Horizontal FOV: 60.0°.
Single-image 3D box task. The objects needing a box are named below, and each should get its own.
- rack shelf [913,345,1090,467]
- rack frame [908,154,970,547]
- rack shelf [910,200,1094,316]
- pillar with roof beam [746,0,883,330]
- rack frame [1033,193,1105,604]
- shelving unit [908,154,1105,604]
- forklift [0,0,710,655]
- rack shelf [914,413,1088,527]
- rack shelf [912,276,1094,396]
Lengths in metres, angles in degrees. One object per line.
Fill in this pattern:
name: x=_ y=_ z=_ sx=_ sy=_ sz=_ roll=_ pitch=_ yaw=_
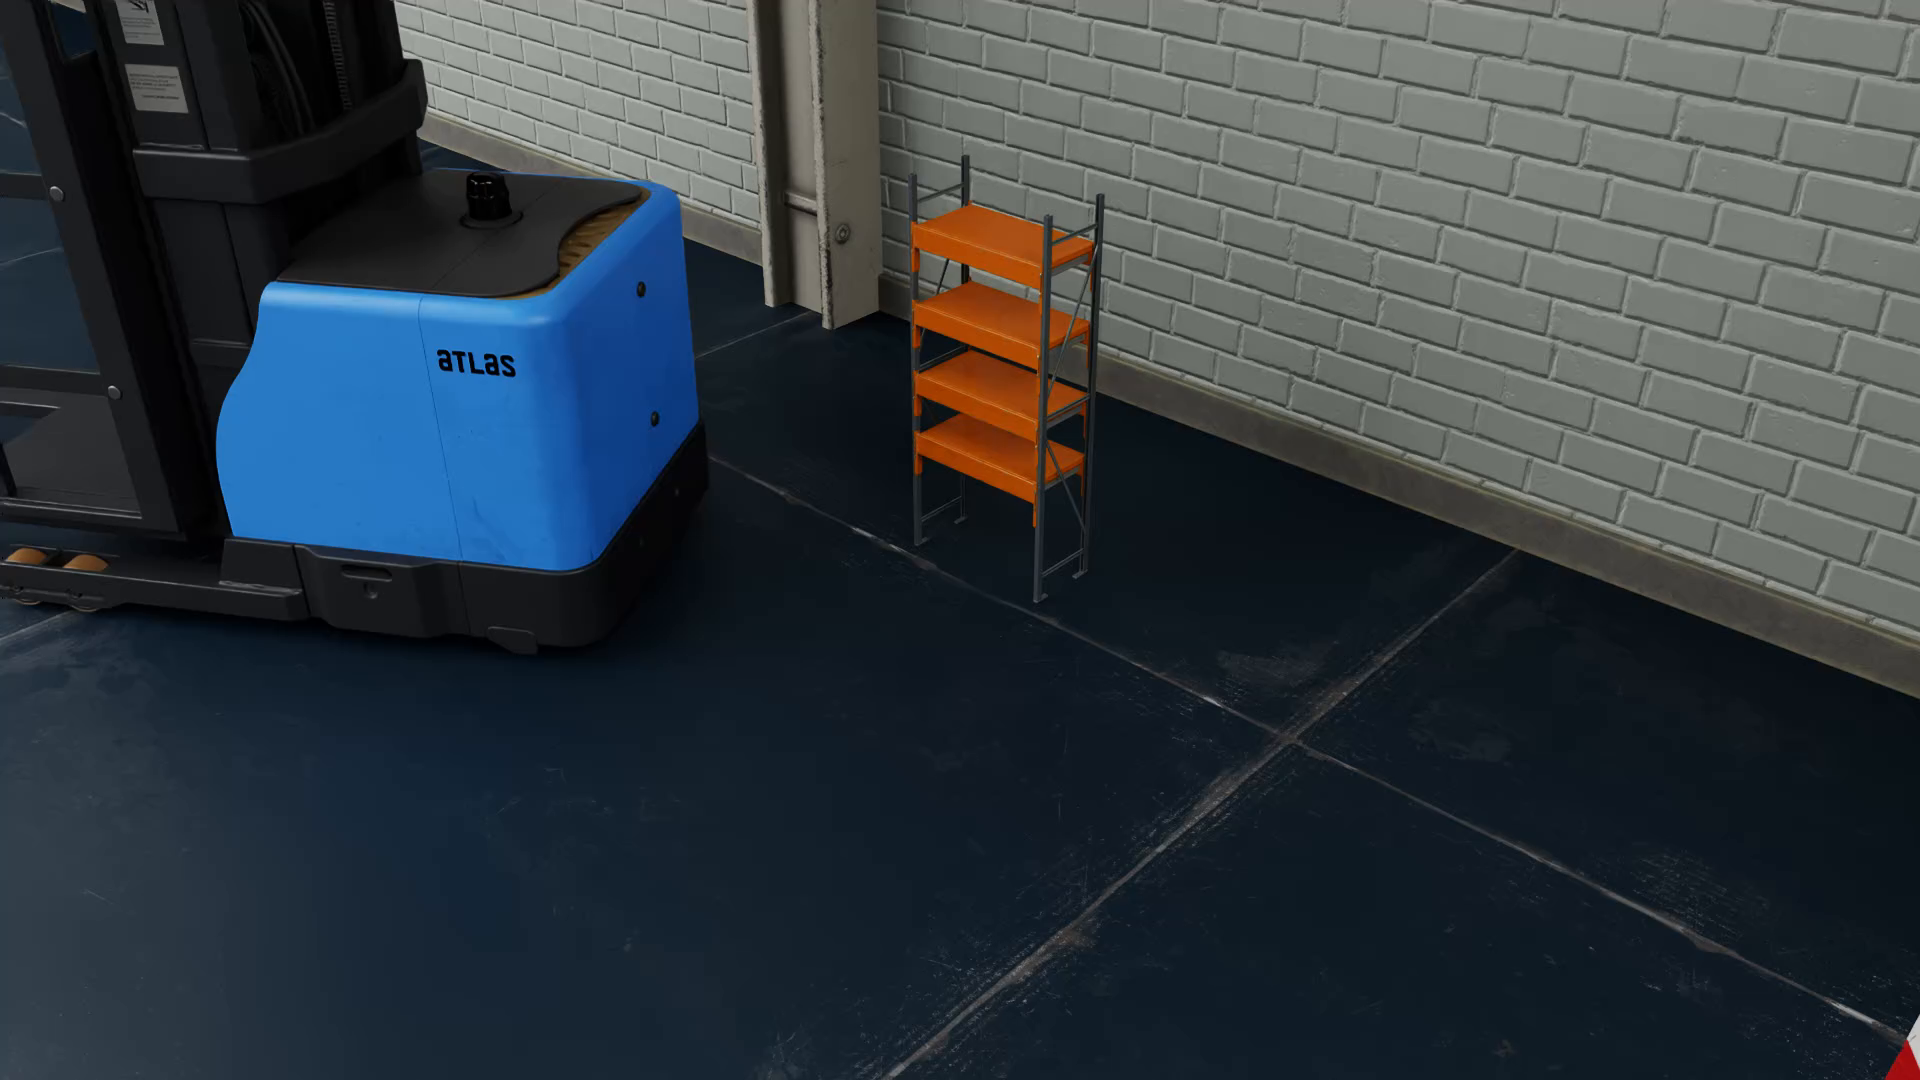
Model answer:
rack shelf: x=0.123 y=-0.399 z=4.880 sx=0.480 sy=0.148 sz=0.258 roll=25 pitch=39 yaw=35
rack frame: x=-0.058 y=-0.541 z=4.986 sx=0.015 sy=1.200 sz=0.240 roll=25 pitch=39 yaw=35
rack shelf: x=0.123 y=-0.793 z=4.643 sx=0.480 sy=0.148 sz=0.258 roll=25 pitch=39 yaw=35
pillar with roof beam: x=-3.447 y=-3.175 z=1.800 sx=0.400 sy=9.000 sz=9.100 roll=25 pitch=39 yaw=35
rack frame: x=0.304 y=-0.372 z=4.705 sx=0.015 sy=1.200 sz=0.240 roll=25 pitch=39 yaw=35
shelving unit: x=0.123 y=-0.457 z=4.845 sx=0.503 sy=1.200 sz=0.258 roll=25 pitch=39 yaw=35
forklift: x=-2.384 y=-1.303 z=4.573 sx=3.031 sy=2.935 sz=1.130 roll=6 pitch=32 yaw=10
rack shelf: x=0.123 y=-0.229 z=4.982 sx=0.480 sy=0.148 sz=0.258 roll=25 pitch=39 yaw=35
rack shelf: x=0.123 y=-0.591 z=4.765 sx=0.480 sy=0.148 sz=0.258 roll=25 pitch=39 yaw=35
